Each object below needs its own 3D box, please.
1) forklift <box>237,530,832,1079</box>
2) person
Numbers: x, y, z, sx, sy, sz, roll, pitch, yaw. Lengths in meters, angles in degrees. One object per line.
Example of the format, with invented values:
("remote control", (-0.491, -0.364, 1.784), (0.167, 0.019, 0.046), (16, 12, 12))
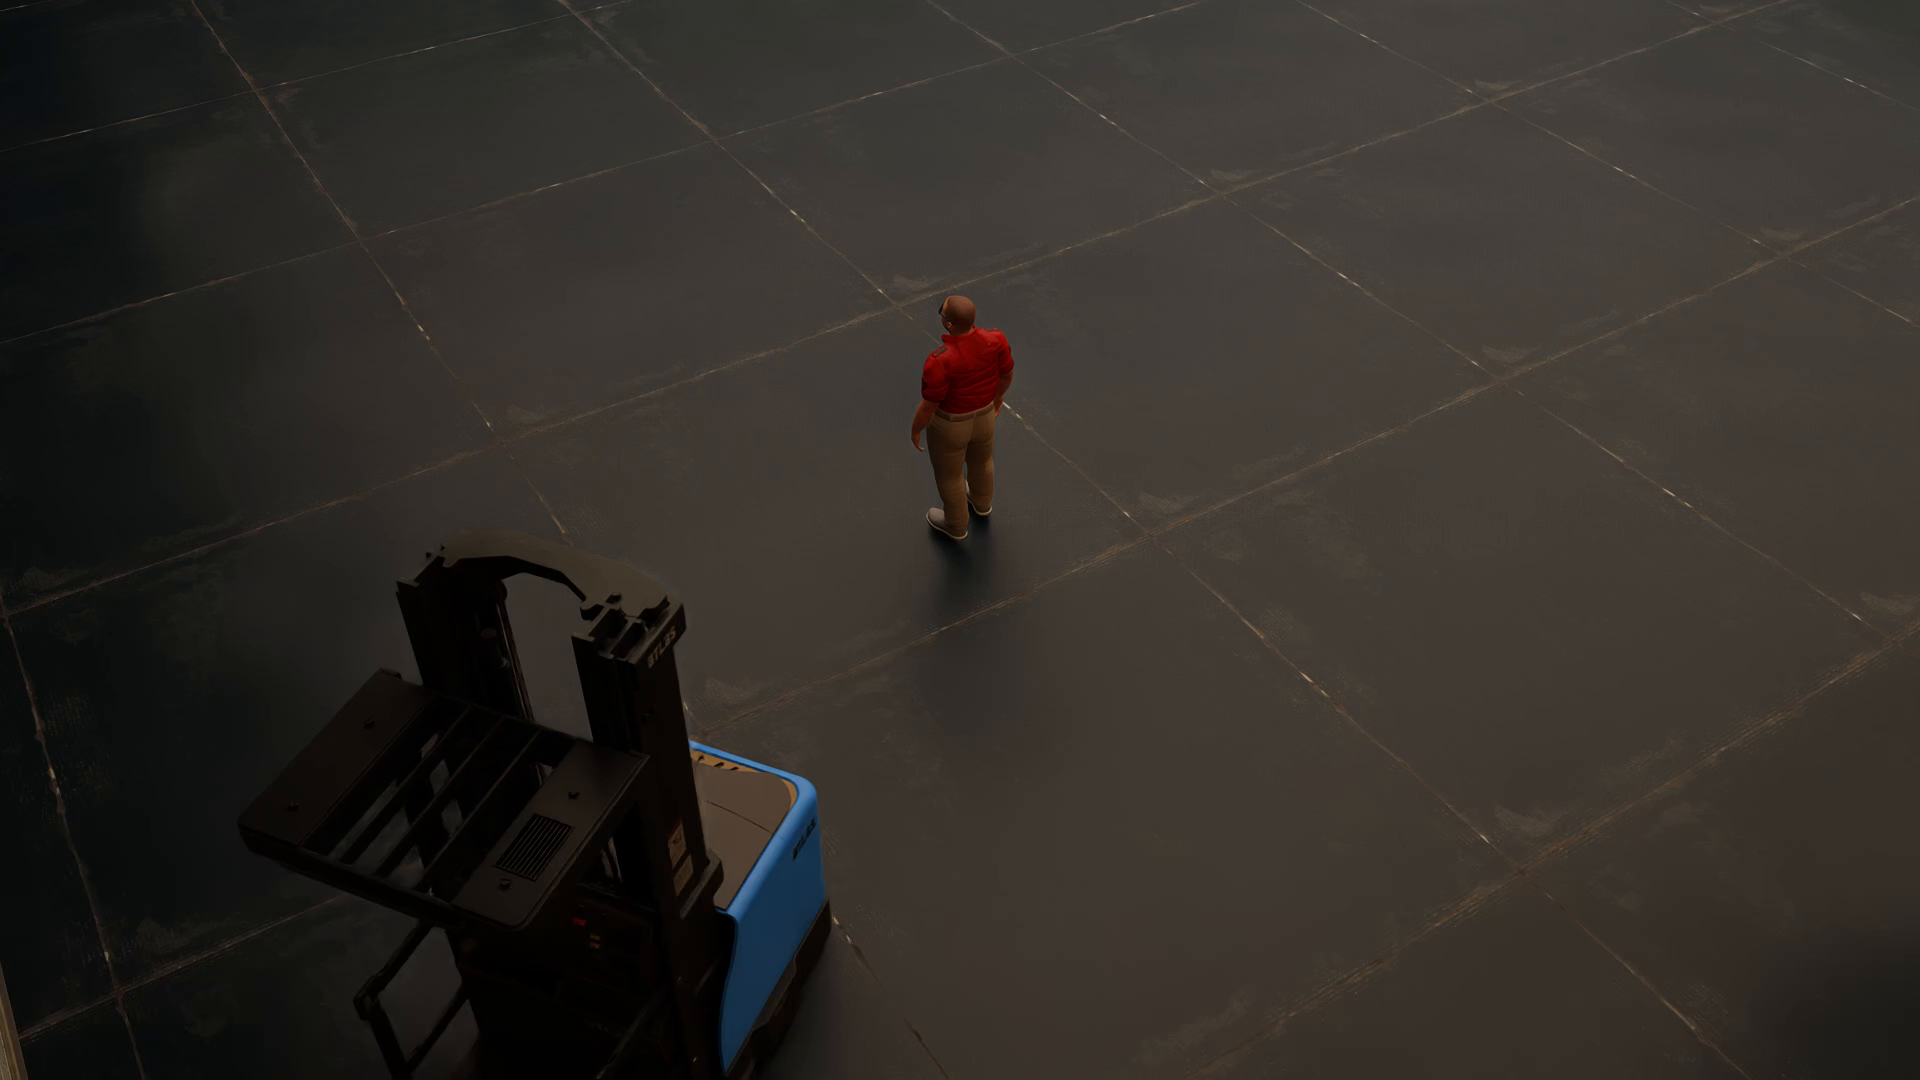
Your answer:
("forklift", (-1.640, 1.536, 6.114), (1.130, 2.935, 3.031), (15, 43, 17))
("person", (-0.038, -0.740, 9.560), (0.640, 1.728, 0.551), (-23, 46, -24))
